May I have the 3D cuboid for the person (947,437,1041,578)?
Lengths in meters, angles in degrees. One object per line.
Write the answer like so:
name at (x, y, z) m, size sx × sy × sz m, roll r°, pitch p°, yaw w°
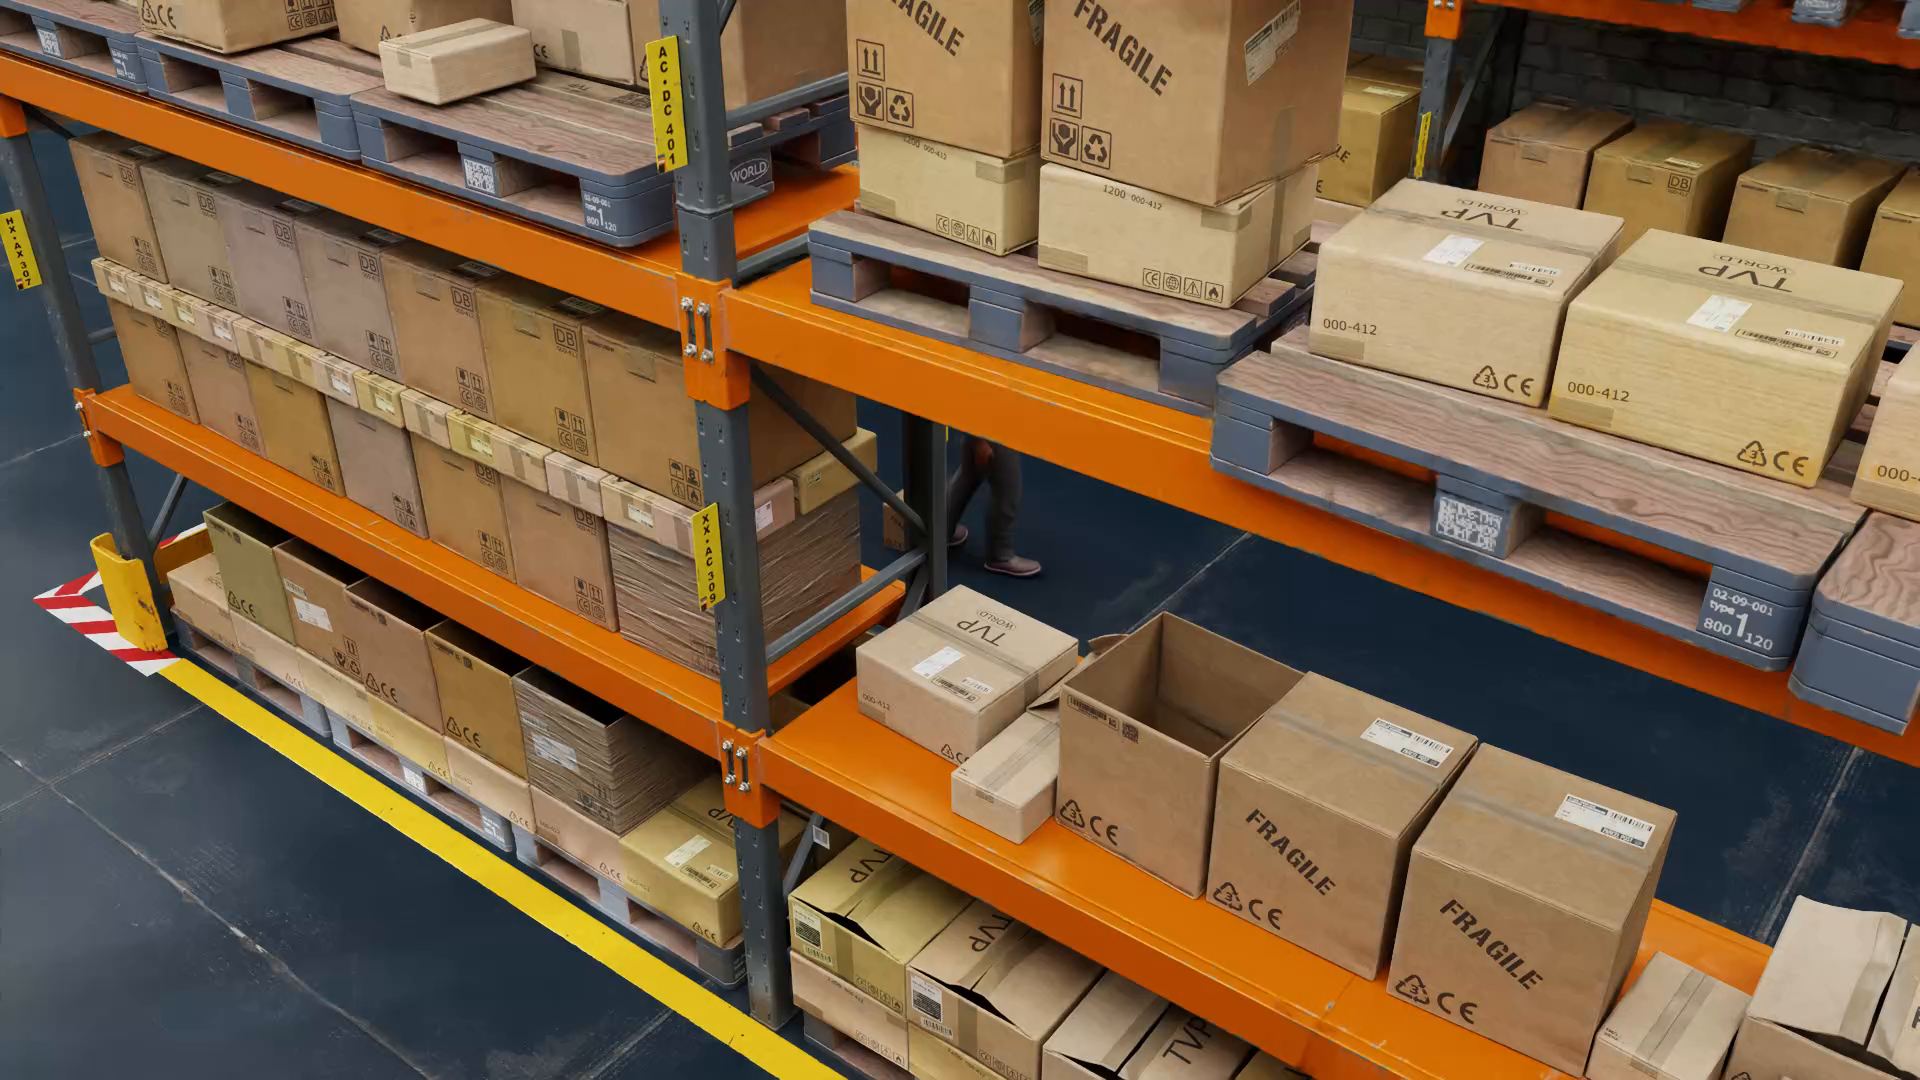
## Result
person at (0.116, -0.589, 8.111) m, size 0.606 × 1.641 × 0.504 m, roll 2°, pitch 31°, yaw 3°
